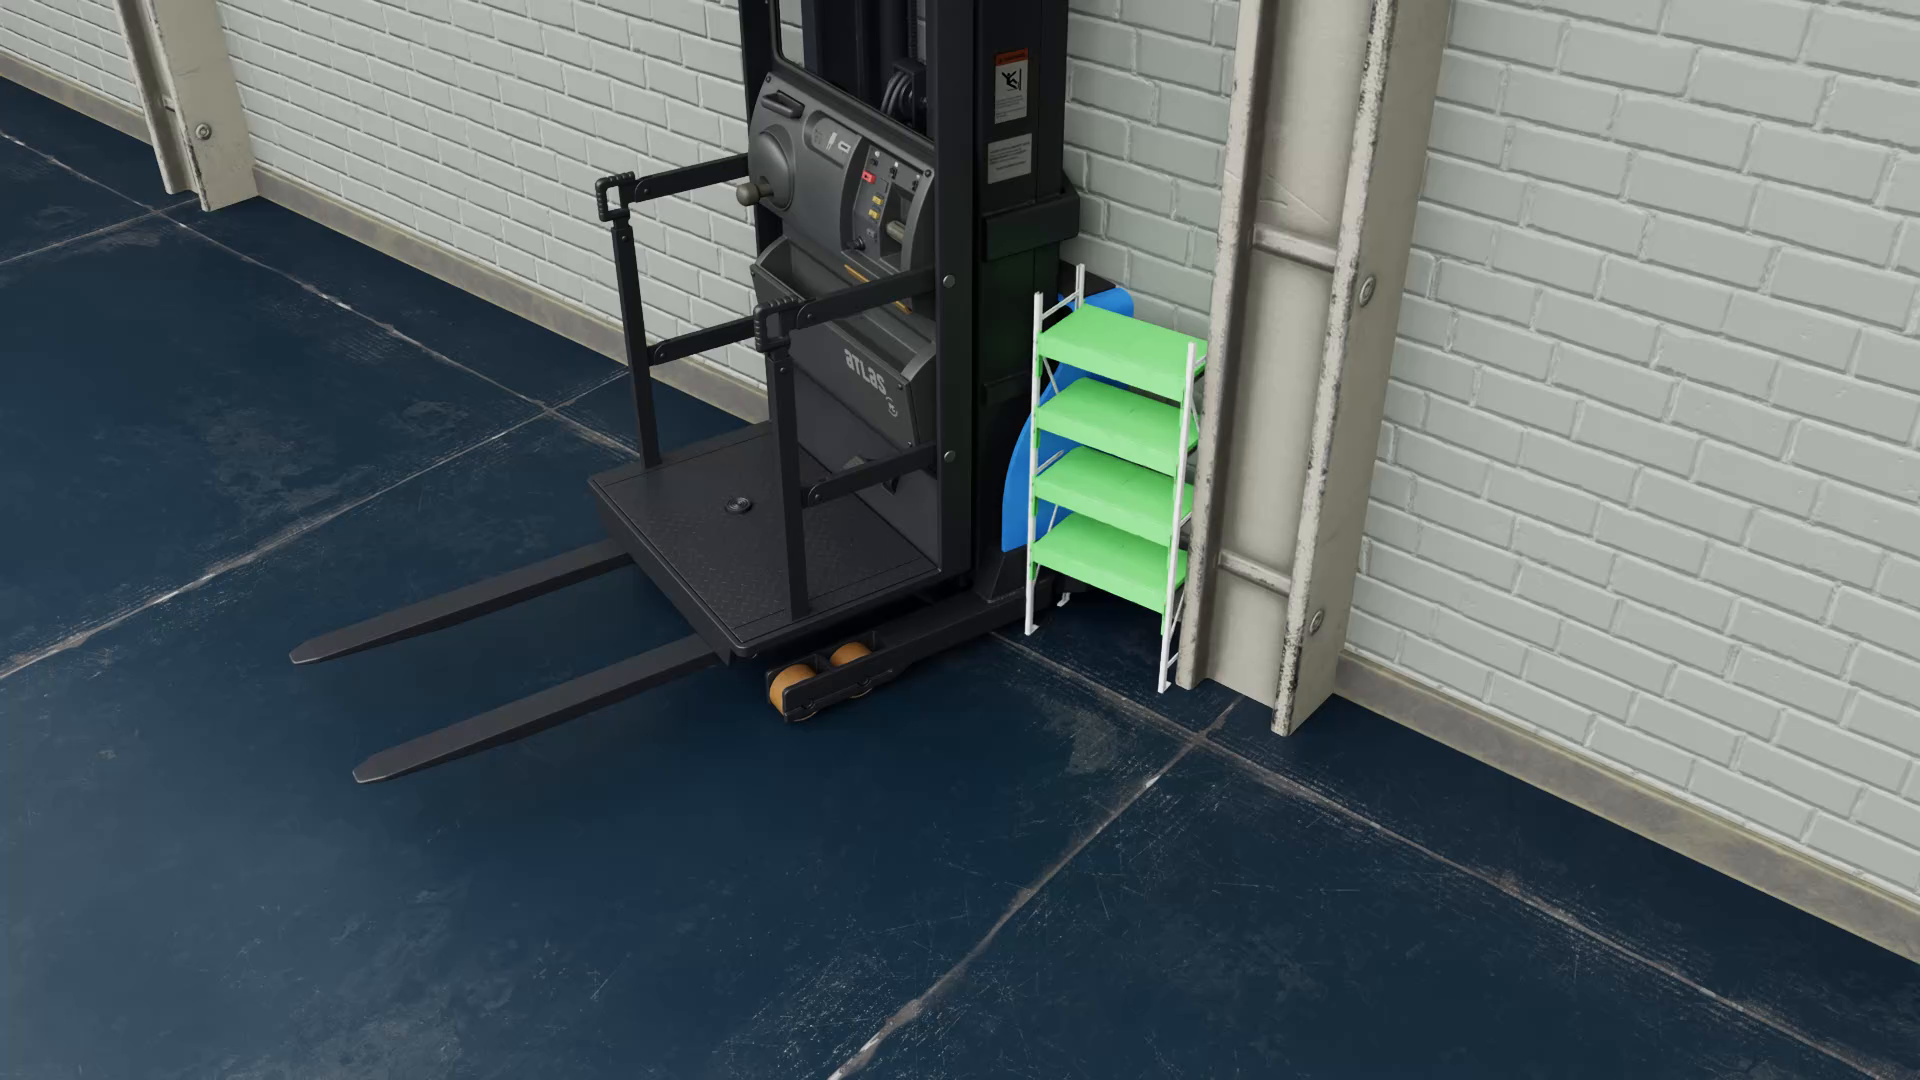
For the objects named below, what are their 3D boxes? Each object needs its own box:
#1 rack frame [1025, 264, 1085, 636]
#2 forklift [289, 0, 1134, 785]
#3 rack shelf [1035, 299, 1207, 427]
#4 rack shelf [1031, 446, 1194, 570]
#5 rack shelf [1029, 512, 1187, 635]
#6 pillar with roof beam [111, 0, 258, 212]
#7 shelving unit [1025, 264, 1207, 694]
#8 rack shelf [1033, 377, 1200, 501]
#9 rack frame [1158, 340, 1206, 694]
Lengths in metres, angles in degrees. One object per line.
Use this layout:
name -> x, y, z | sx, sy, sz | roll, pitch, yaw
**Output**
rack frame -> 0.283, -0.244, 5.042 | 0.015, 1.200, 0.240 | 22, 41, 29
forklift -> -0.524, -1.010, 4.632 | 3.031, 2.935, 1.130 | -21, 40, -27
rack shelf -> 0.481, -0.505, 4.688 | 0.480, 0.148, 0.258 | 22, 41, 29
rack shelf -> 0.481, -0.111, 4.962 | 0.480, 0.148, 0.258 | 22, 41, 29
rack shelf -> 0.481, 0.086, 5.099 | 0.480, 0.148, 0.258 | 22, 41, 29
pillar with roof beam -> -6.457, -3.566, 2.994 | 0.400, 9.000, 9.100 | 25, 42, 32
shelving unit -> 0.481, -0.163, 4.925 | 0.503, 1.200, 0.258 | 22, 41, 29
rack shelf -> 0.481, -0.308, 4.825 | 0.480, 0.148, 0.258 | 22, 41, 29
rack frame -> 0.680, -0.082, 4.809 | 0.015, 1.200, 0.240 | 22, 41, 29
